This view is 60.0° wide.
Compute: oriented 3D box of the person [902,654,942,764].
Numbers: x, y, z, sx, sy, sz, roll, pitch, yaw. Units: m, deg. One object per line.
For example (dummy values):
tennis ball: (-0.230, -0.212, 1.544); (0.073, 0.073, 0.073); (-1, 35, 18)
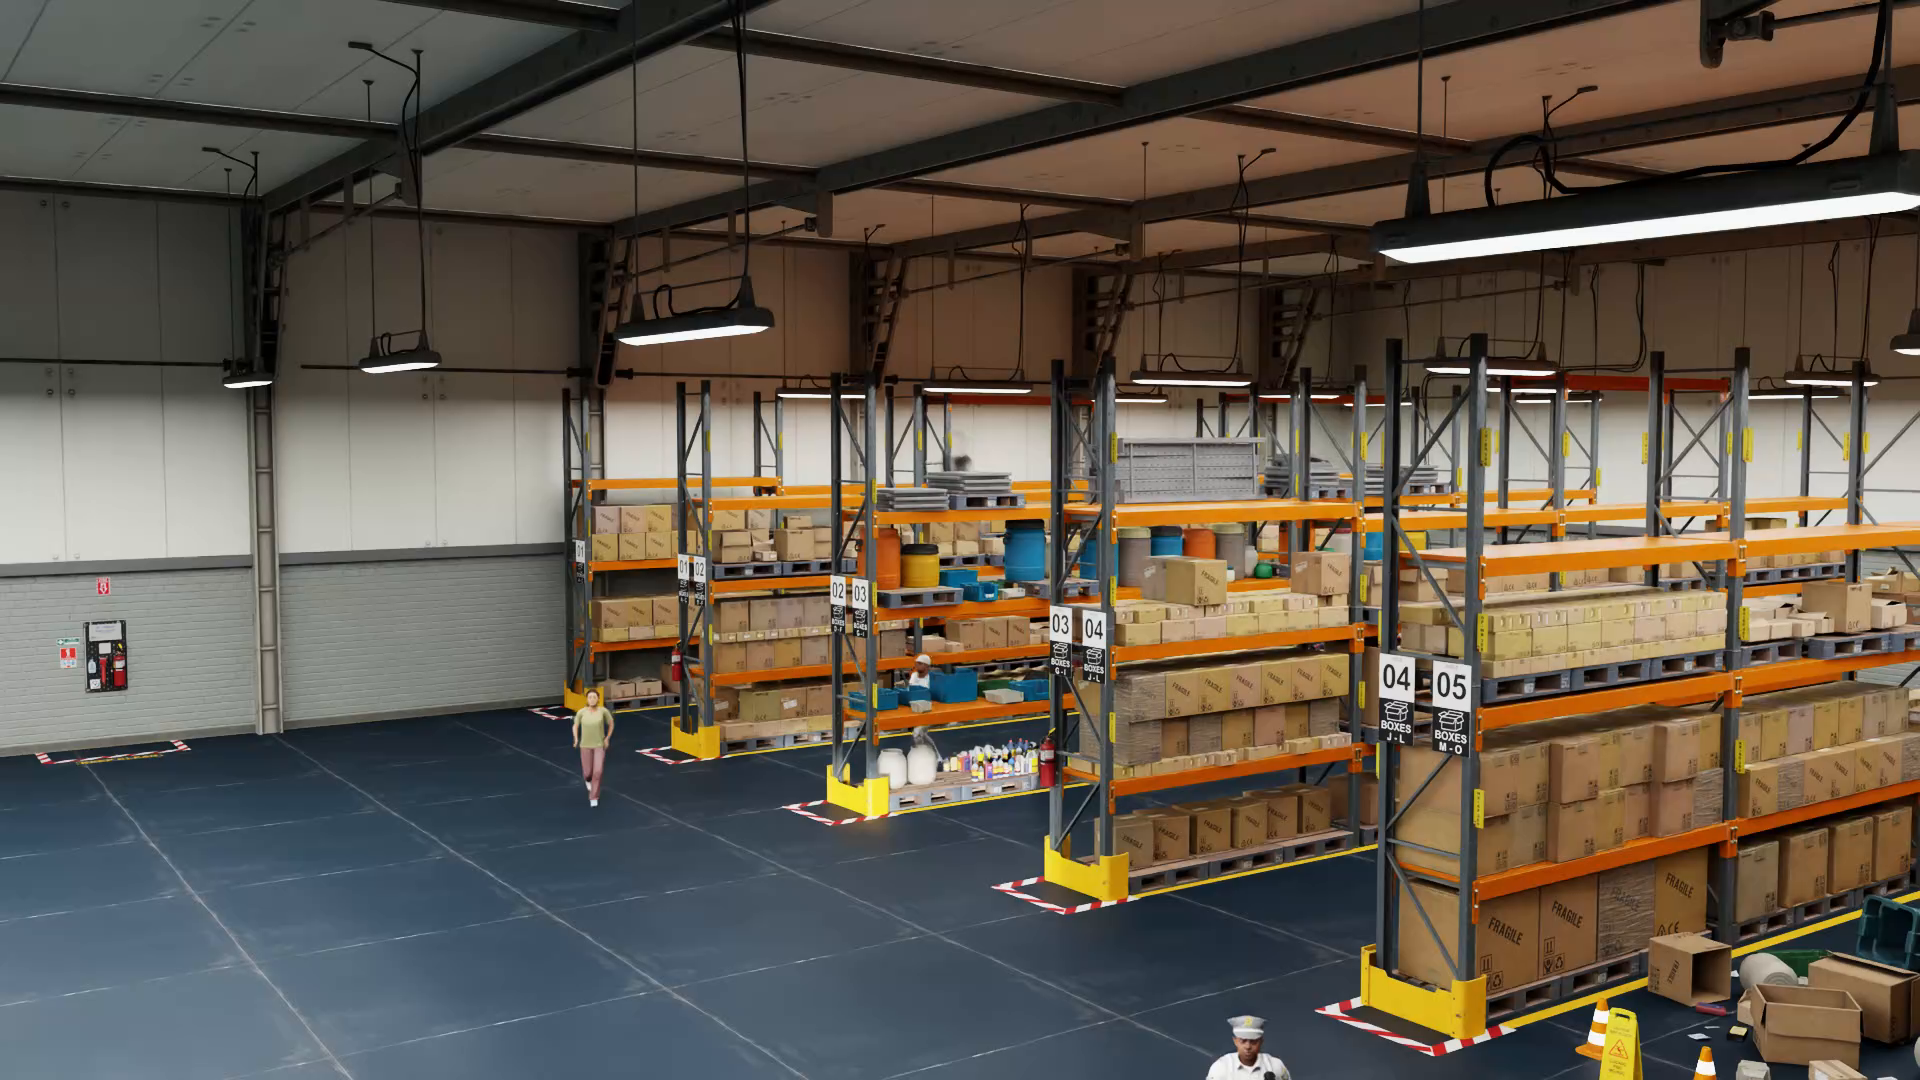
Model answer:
person: (-0.571, 2.639, 25.159); (0.824, 1.823, 0.664); (-3, 5, -40)

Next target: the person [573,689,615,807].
person: (-5.114, 2.870, 23.238); (0.572, 1.622, 0.623); (-1, 4, -10)

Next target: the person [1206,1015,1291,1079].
person: (1.707, 3.656, 9.899); (0.570, 1.719, 0.850); (1, 4, 10)
